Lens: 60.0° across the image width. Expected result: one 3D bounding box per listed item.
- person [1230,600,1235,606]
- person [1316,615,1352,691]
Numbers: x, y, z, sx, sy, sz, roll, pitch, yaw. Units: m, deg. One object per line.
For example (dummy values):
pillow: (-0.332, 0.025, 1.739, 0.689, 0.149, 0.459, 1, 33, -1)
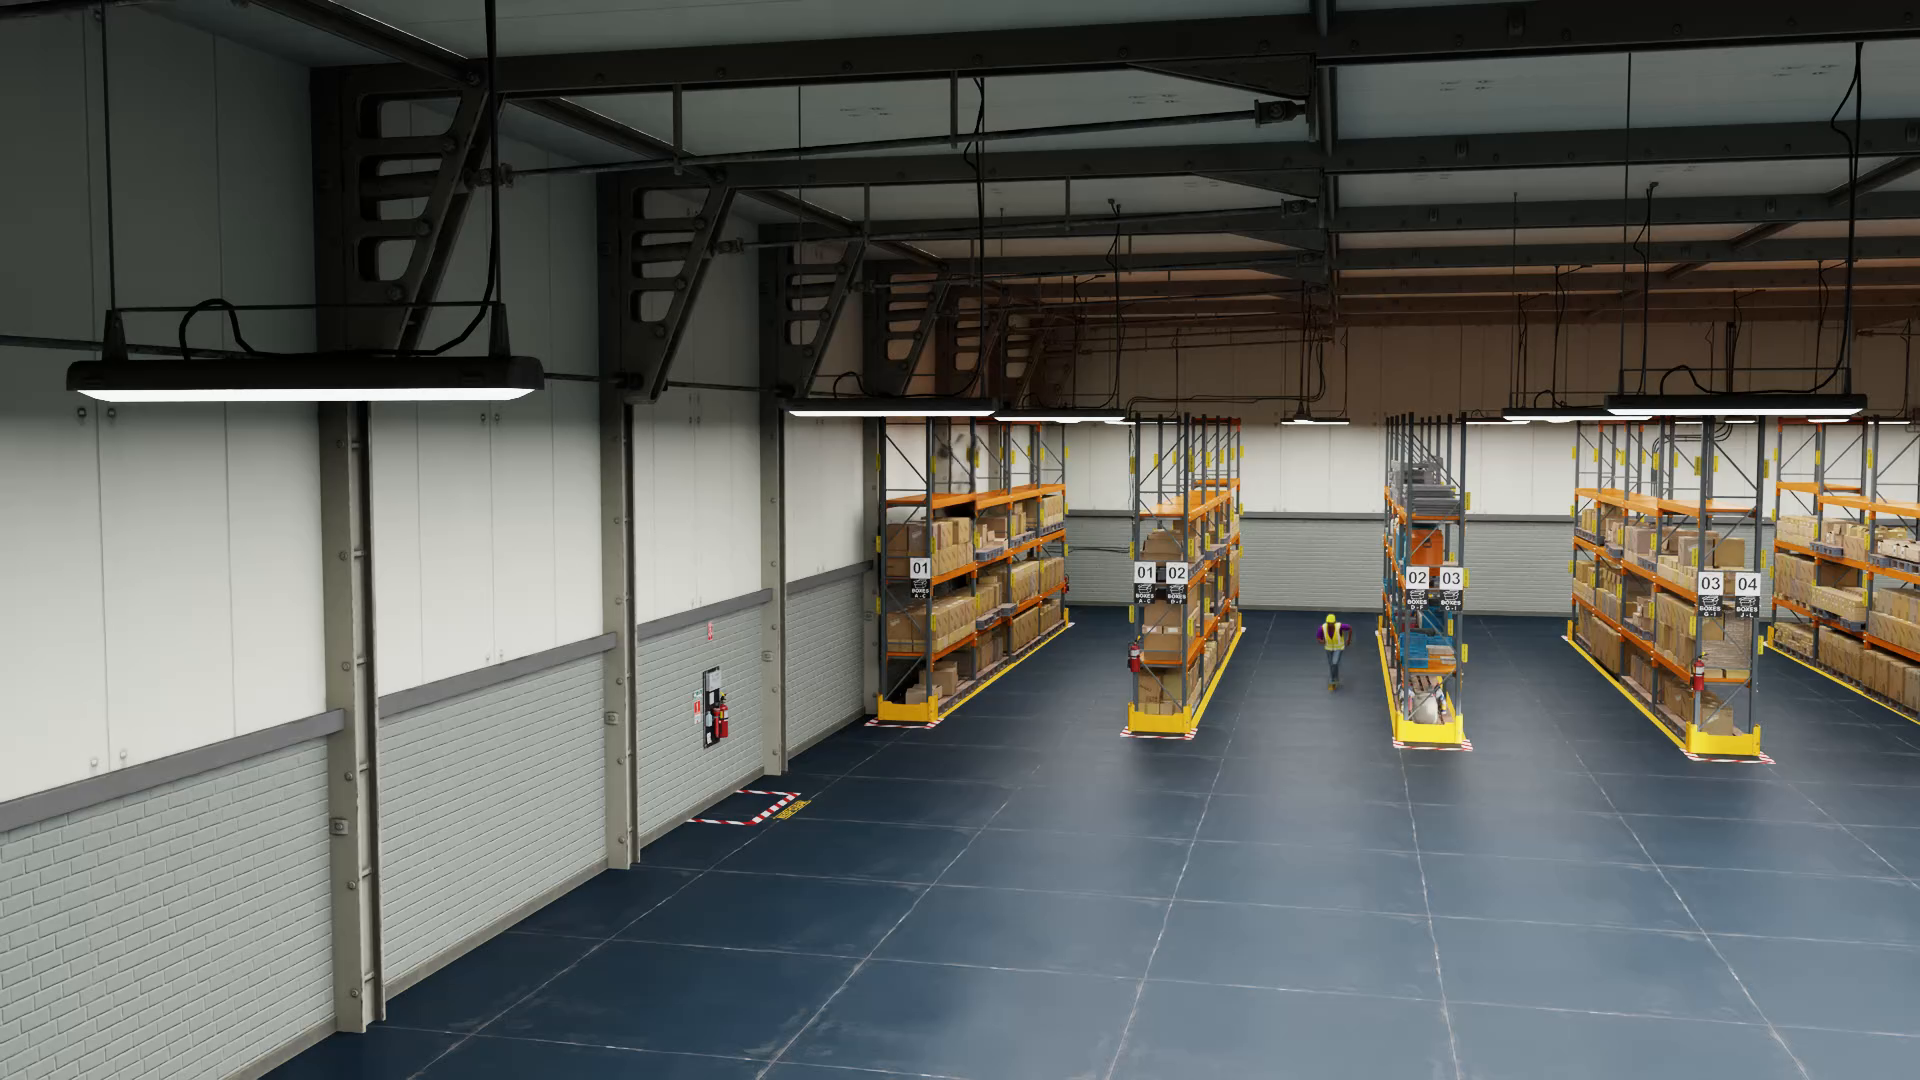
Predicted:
person: (7.723, 1.675, 47.959, 0.532, 1.658, 0.591, 0, 4, 5)
person: (8.205, 2.453, 36.442, 0.746, 1.716, 1.037, 2, 4, 24)
